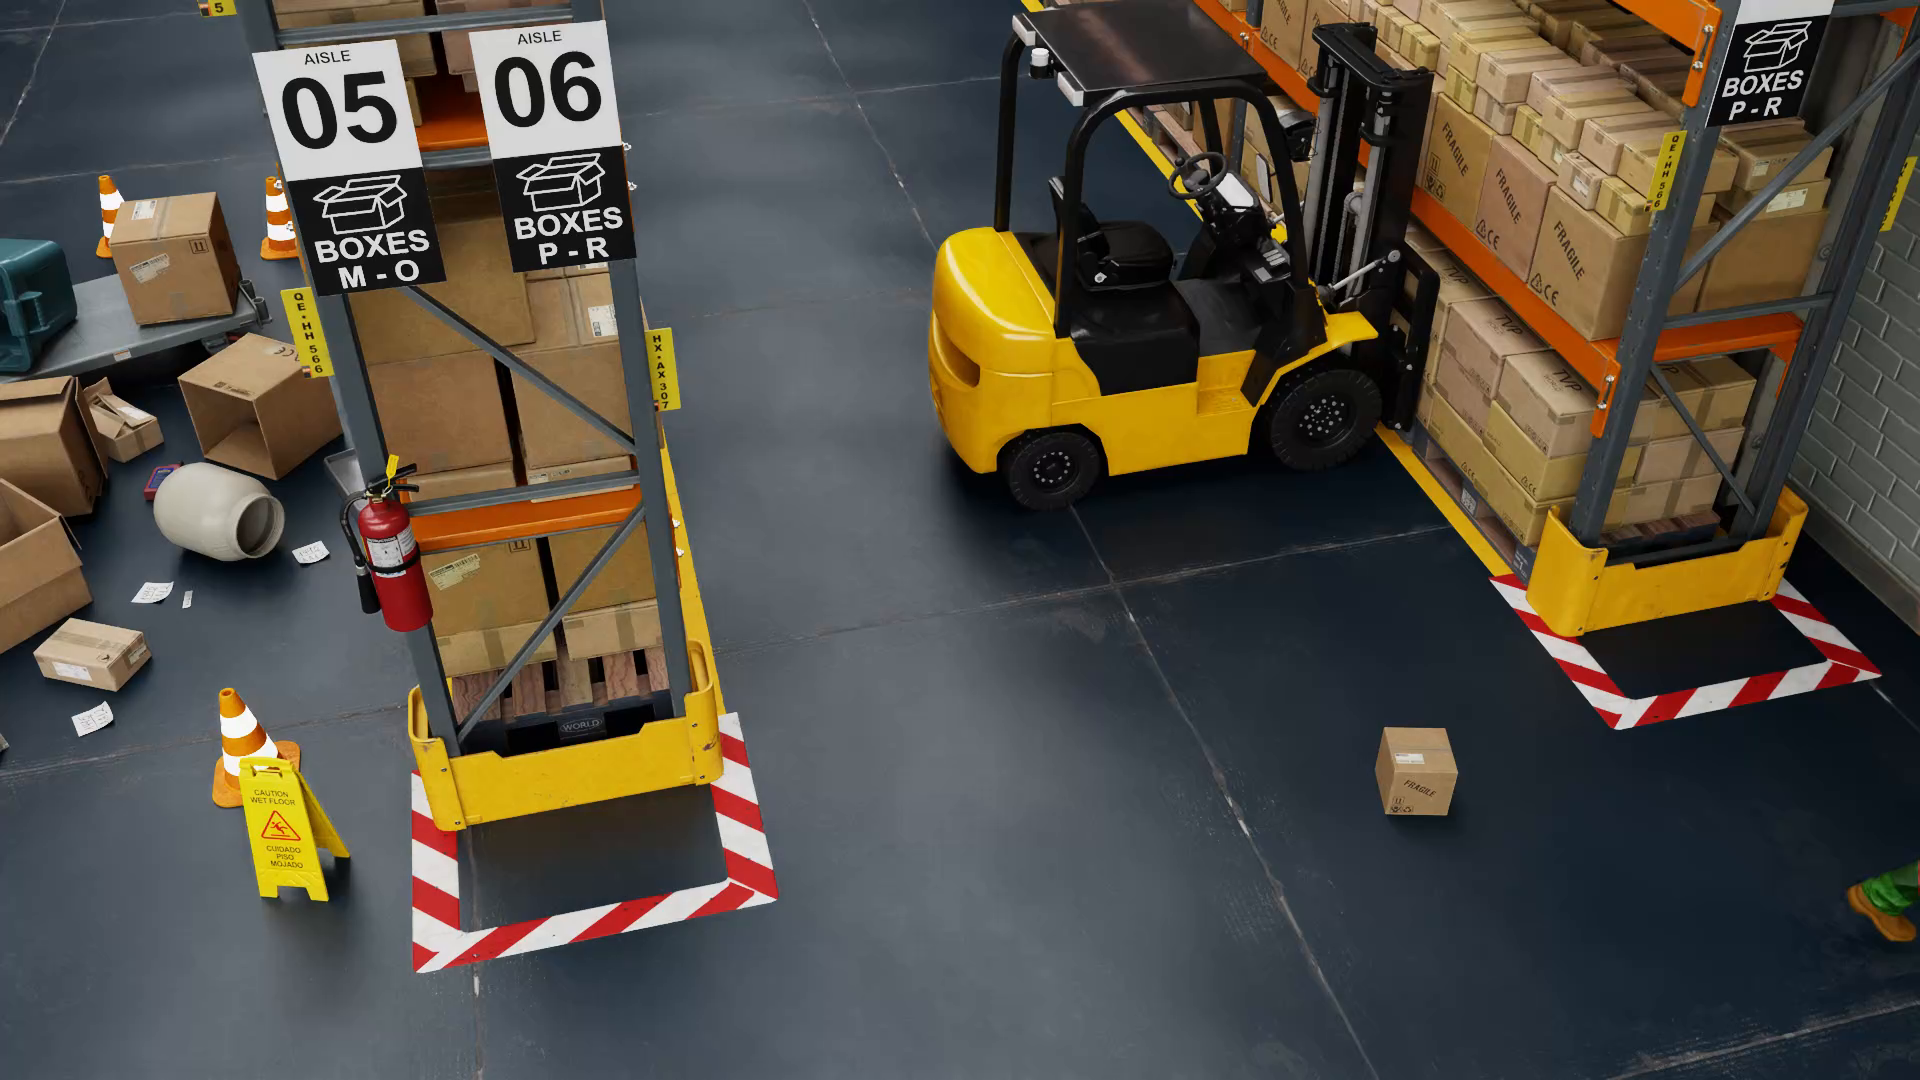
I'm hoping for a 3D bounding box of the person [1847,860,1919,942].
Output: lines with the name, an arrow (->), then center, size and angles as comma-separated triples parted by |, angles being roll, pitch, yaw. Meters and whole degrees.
person -> 3.708, 0.764, 5.704 | 0.839, 1.768, 0.669 | 9, 39, 11
